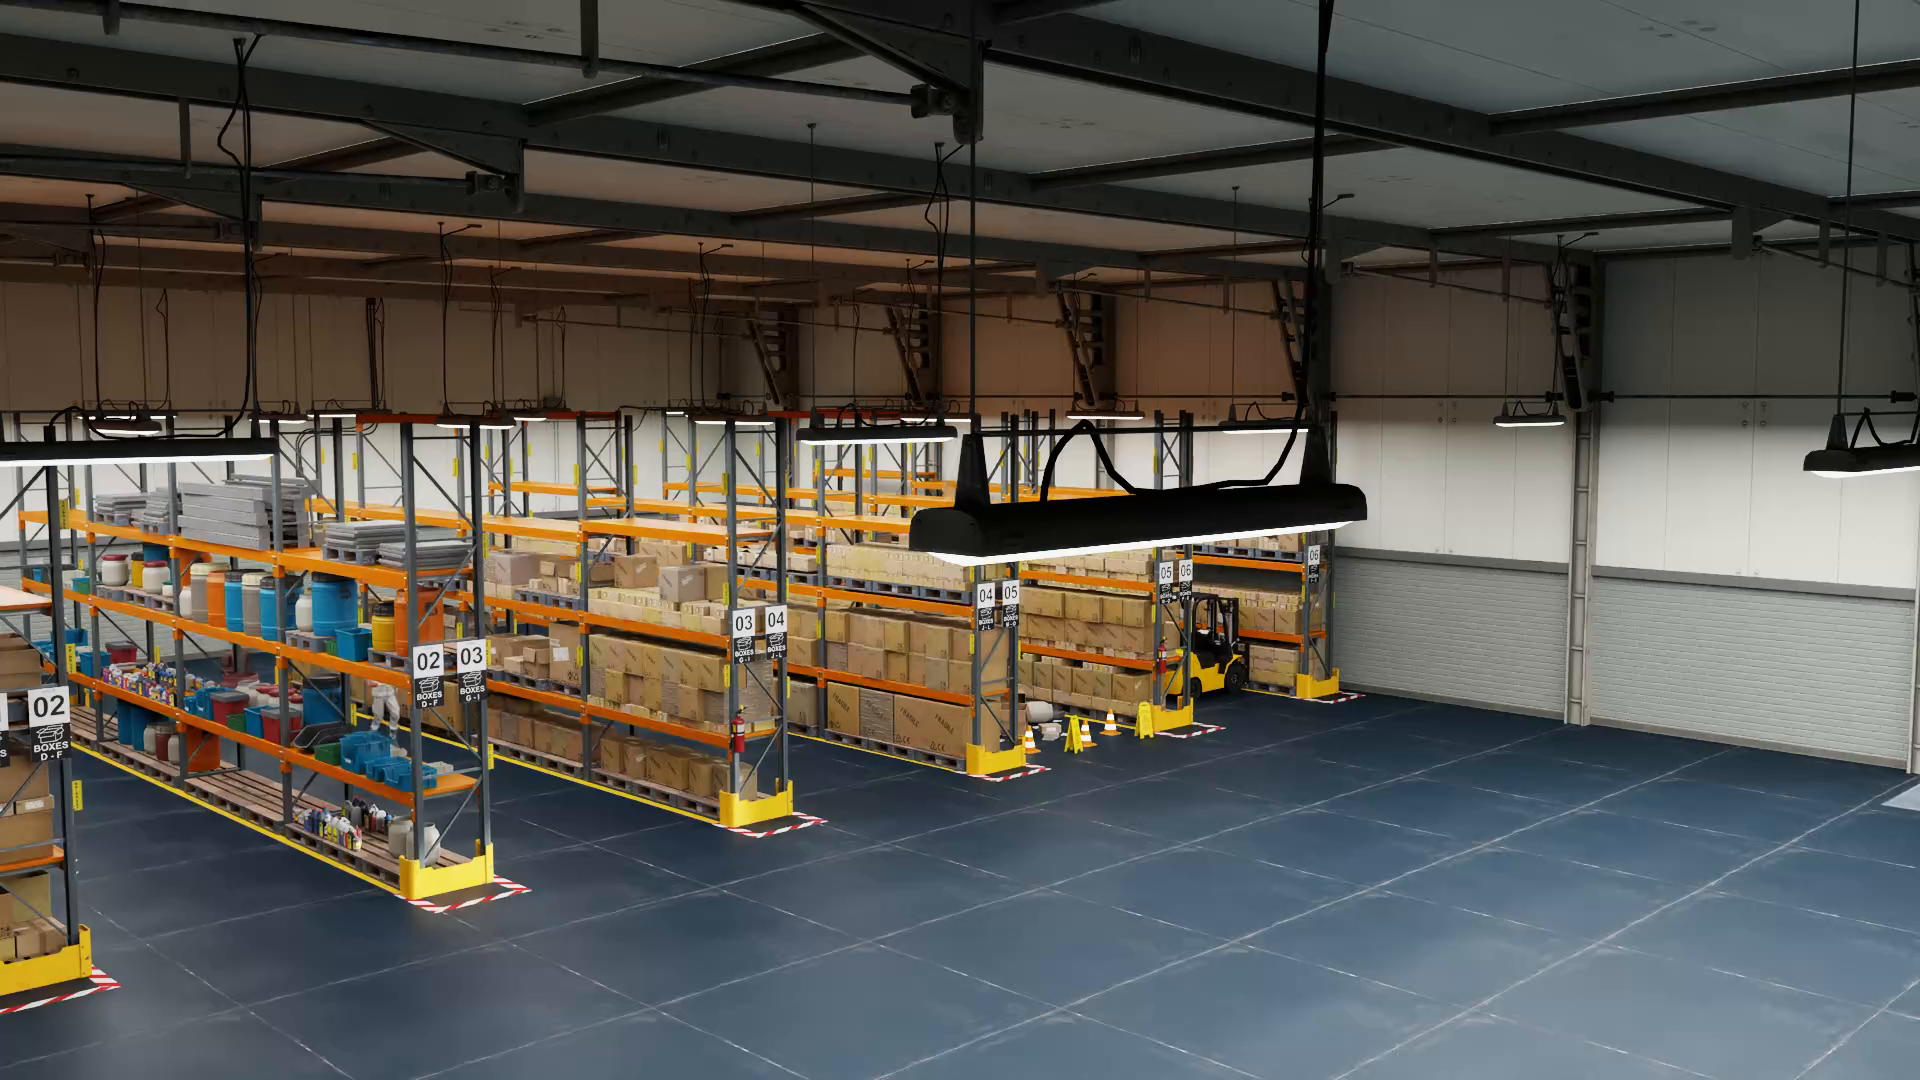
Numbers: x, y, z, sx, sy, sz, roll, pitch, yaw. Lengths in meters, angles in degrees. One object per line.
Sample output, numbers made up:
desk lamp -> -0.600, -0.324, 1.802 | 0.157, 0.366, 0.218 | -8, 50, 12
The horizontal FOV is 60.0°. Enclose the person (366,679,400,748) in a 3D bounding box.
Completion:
person -> -10.378, 2.847, 29.903 | 0.793, 1.848, 0.633 | 5, 7, 43

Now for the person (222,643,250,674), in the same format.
person -> -13.641, 2.719, 31.539 | 0.753, 1.777, 0.674 | 4, 6, 36
